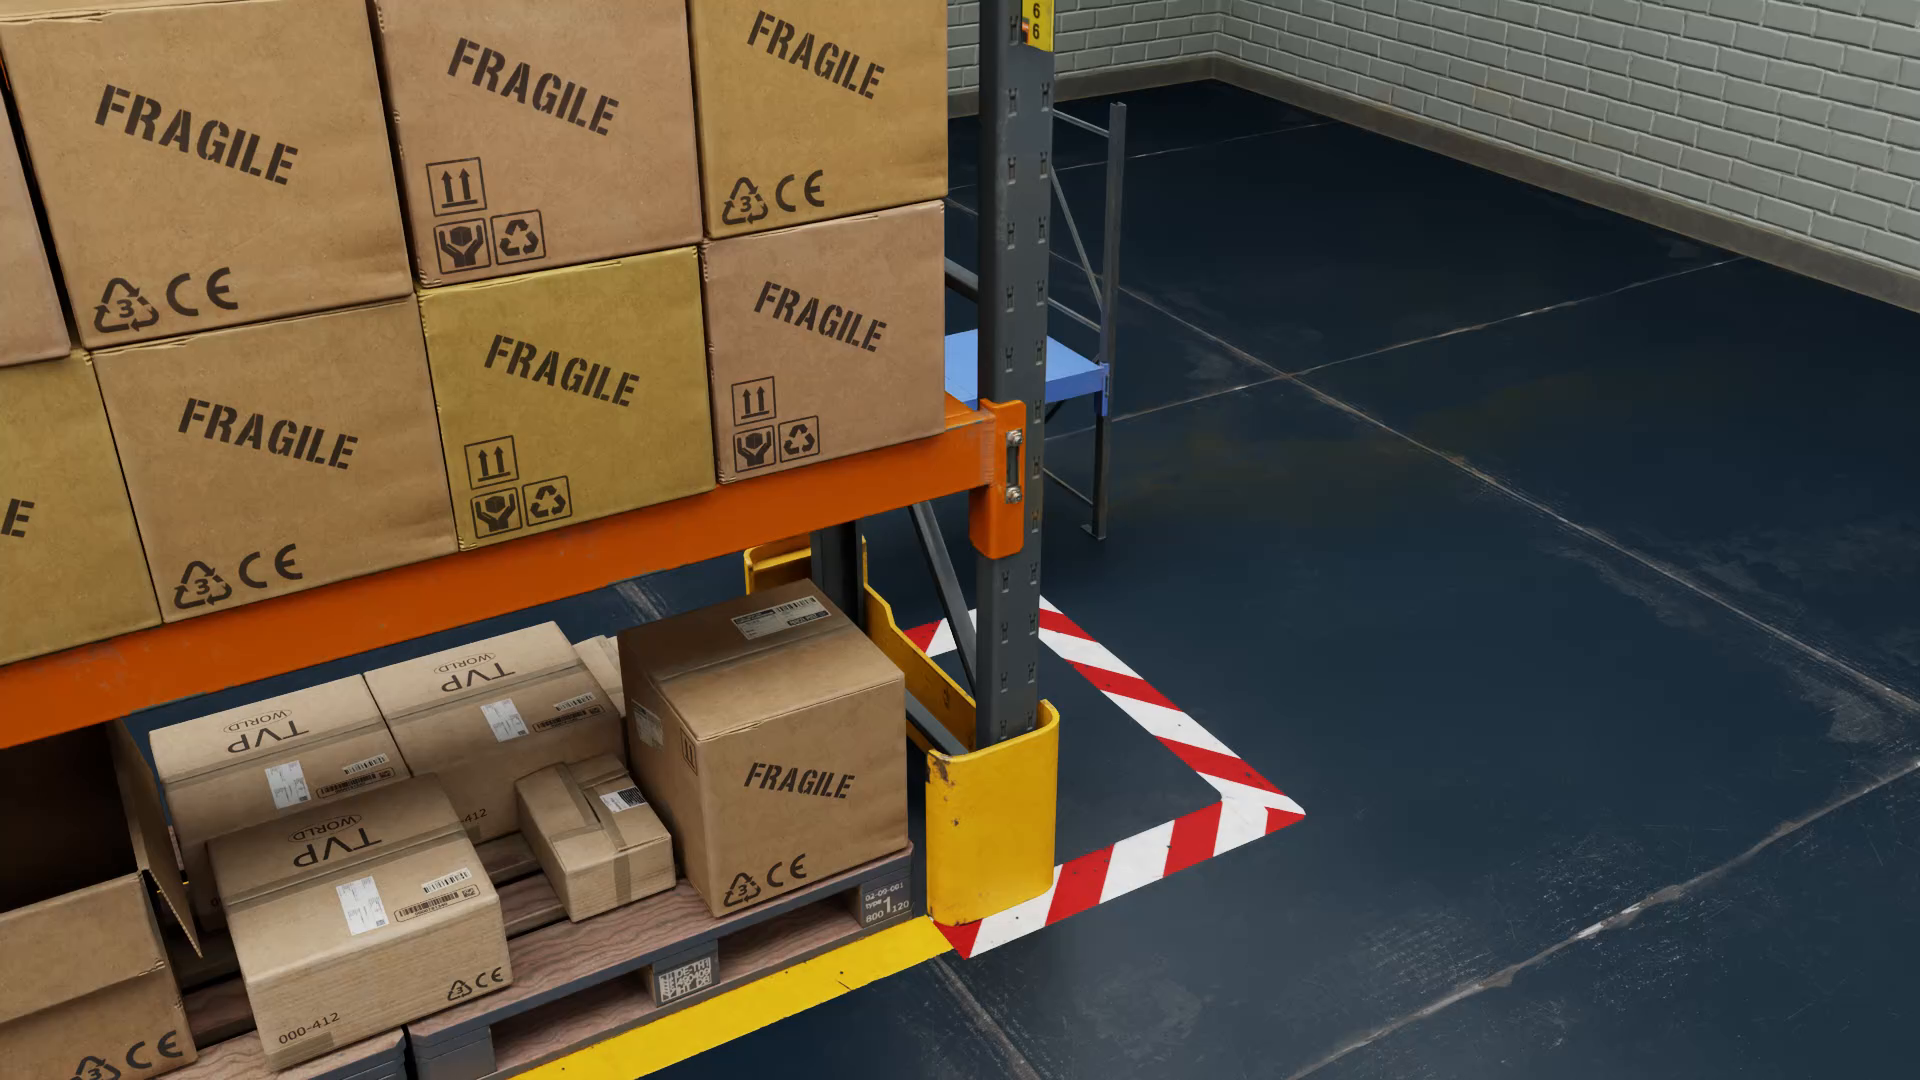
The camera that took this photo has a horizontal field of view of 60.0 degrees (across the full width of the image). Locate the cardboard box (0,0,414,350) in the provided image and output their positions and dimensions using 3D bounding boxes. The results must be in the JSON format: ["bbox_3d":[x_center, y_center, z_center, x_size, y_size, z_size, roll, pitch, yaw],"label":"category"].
[{"bbox_3d":[-1.242,-0.670,2.721,0.500,0.500,0.500,-15,32,-25],"label":"cardboard box"}]

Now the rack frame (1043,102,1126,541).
[{"bbox_3d":[0.365,-0.760,5.575,0.032,1.500,0.500,-16,33,-26],"label":"rack frame"}]

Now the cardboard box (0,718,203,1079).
[{"bbox_3d":[-1.950,0.753,3.410,0.637,0.503,0.797,-16,33,-26],"label":"cardboard box"}]

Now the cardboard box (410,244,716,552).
[{"bbox_3d":[-0.812,-0.357,3.189,0.500,0.500,0.500,-16,32,-26],"label":"cardboard box"}]

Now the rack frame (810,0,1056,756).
[{"bbox_3d":[-0.118,-0.665,3.850,0.127,3.000,1.000,-16,33,-26],"label":"rack frame"}]

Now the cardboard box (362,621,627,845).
[{"bbox_3d":[-1.162,0.484,4.160,0.500,0.250,0.500,-16,33,-26],"label":"cardboard box"}]

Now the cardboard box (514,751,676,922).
[{"bbox_3d":[-0.857,0.680,3.890,0.250,0.166,0.380,-16,33,-26],"label":"cardboard box"}]

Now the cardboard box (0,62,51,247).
[{"bbox_3d":[-1.953,-0.771,2.905,0.500,0.500,0.500,-16,33,-27],"label":"cardboard box"}]

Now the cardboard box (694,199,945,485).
[{"bbox_3d":[-0.367,-0.486,3.422,0.500,0.500,0.500,-15,32,-25],"label":"cardboard box"}]

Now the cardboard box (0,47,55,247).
[{"bbox_3d":[-1.515,-0.896,3.131,0.500,0.500,0.500,-15,32,-26],"label":"cardboard box"}]

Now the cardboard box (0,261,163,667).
[{"bbox_3d":[-1.679,-0.114,2.749,0.500,0.500,0.500,-16,33,-27],"label":"cardboard box"}]

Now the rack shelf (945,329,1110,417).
[{"bbox_3d":[-0.074,-0.478,5.437,1.000,0.185,0.538,-16,33,-26],"label":"rack shelf"}]

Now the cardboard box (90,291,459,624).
[{"bbox_3d":[-1.245,-0.237,2.972,0.500,0.500,0.500,-16,32,-26],"label":"cardboard box"}]

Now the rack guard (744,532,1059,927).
[{"bbox_3d":[-0.184,0.448,4.421,0.348,0.500,1.175,-16,33,-26],"label":"rack guard"}]

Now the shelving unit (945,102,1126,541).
[{"bbox_3d":[-0.074,-0.636,5.350,1.048,1.500,0.538,-16,33,-26],"label":"shelving unit"}]

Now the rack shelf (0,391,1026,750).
[{"bbox_3d":[-1.843,0.140,3.137,4.000,0.370,1.077,-16,33,-26],"label":"rack shelf"}]

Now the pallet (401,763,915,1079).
[{"bbox_3d":[-0.871,0.770,4.136,1.213,0.211,1.003,-16,33,-26],"label":"pallet"}]

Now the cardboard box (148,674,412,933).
[{"bbox_3d":[-1.593,0.606,3.938,0.500,0.250,0.500,-16,33,-26],"label":"cardboard box"}]

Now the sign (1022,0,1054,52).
[{"bbox_3d":[0.146,-1.074,3.066,0.005,0.325,0.100,-16,33,-26],"label":"sign"}]

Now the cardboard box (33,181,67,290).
[{"bbox_3d":[-1.943,-0.338,3.155,0.500,0.500,0.500,-15,32,-26],"label":"cardboard box"}]

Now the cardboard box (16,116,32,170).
[{"bbox_3d":[-4.049,-1.754,7.305,0.250,0.149,0.380,-15,32,-26],"label":"cardboard box"}]

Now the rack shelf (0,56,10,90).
[{"bbox_3d":[-4.355,-1.923,6.875,4.000,0.370,1.077,-16,33,-26],"label":"rack shelf"}]

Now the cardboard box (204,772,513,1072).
[{"bbox_3d":[-1.297,0.802,3.583,0.500,0.250,0.500,-16,33,-26],"label":"cardboard box"}]

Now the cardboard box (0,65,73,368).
[{"bbox_3d":[-1.685,-0.544,2.494,0.500,0.500,0.500,-15,32,-25],"label":"cardboard box"}]

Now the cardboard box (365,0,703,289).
[{"bbox_3d":[-0.798,-0.799,2.955,0.500,0.500,0.500,-15,32,-25],"label":"cardboard box"}]

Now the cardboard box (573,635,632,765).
[{"bbox_3d":[-0.869,0.403,4.391,0.250,0.166,0.380,-16,33,-26],"label":"cardboard box"}]

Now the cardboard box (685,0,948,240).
[{"bbox_3d":[-0.363,-0.923,3.180,0.500,0.500,0.500,-16,33,-27],"label":"cardboard box"}]

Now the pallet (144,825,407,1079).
[{"bbox_3d":[-1.921,1.067,3.599,1.213,0.211,1.003,-16,33,-26],"label":"pallet"}]

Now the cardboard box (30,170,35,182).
[{"bbox_3d":[-4.049,-1.358,7.259,0.500,0.500,0.700,-17,33,-28],"label":"cardboard box"}]

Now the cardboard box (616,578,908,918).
[{"bbox_3d":[-0.462,0.473,3.921,0.500,0.500,0.500,-16,33,-26],"label":"cardboard box"}]
